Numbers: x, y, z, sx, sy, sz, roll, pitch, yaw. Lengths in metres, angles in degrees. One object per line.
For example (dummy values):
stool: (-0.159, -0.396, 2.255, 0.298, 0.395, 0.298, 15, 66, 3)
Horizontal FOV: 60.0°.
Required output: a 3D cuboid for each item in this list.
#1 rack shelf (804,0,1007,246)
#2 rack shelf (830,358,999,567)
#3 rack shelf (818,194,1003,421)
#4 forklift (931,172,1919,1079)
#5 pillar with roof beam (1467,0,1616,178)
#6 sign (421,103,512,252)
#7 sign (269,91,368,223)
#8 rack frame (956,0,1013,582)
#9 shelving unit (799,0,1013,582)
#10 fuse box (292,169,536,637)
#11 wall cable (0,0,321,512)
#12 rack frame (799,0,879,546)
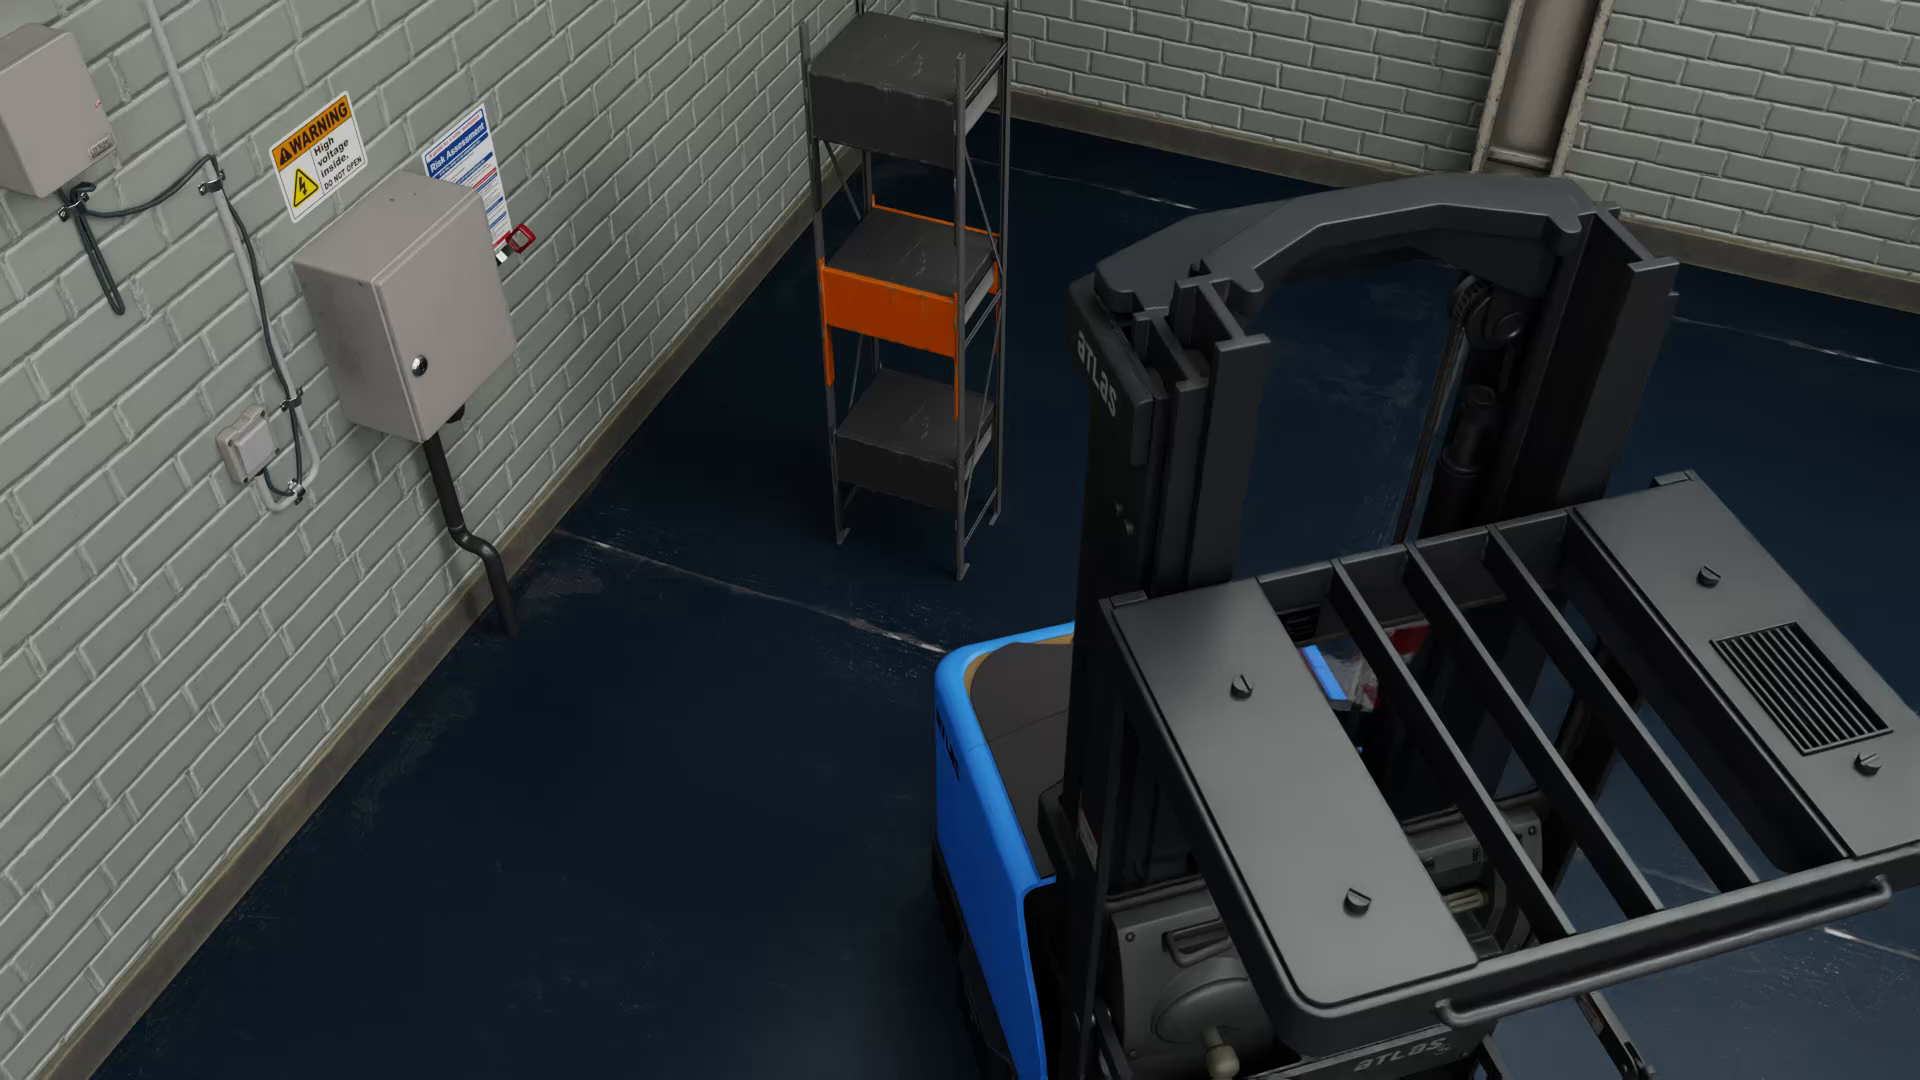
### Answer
rack shelf: (-0.153, -1.276, 5.070, 0.480, 0.518, 0.431, 16, 47, 16)
rack shelf: (-0.153, -0.283, 6.058, 0.480, 0.518, 0.431, 16, 47, 16)
rack shelf: (-0.153, -0.780, 5.564, 0.480, 0.518, 0.431, 16, 47, 16)
forklift: (0.823, 0.920, 3.247, 1.130, 2.935, 3.031, -12, 46, -12)
pillar with roof beam: (0.819, -1.780, 1.659, 0.400, 9.000, 9.100, 16, 47, 16)
sign: (-1.560, -1.093, 5.289, 0.001, 0.494, 0.329, 16, 47, 16)
sign: (-1.772, -1.061, 4.605, 0.001, 0.242, 0.339, 16, 47, 16)
rack frame: (0.072, -0.723, 5.488, 0.015, 2.100, 0.400, 16, 47, 16)
shelving unit: (-0.153, -0.789, 5.555, 0.503, 2.100, 0.431, 16, 47, 16)
fuse box: (-1.559, -0.292, 5.330, 0.414, 1.711, 0.539, 16, 47, 16)
wall cable: (-1.967, -0.707, 4.114, 0.122, 1.984, 0.588, 16, 47, 16)
rack frame: (-0.378, -0.856, 5.621, 0.015, 2.100, 0.400, 16, 47, 16)
